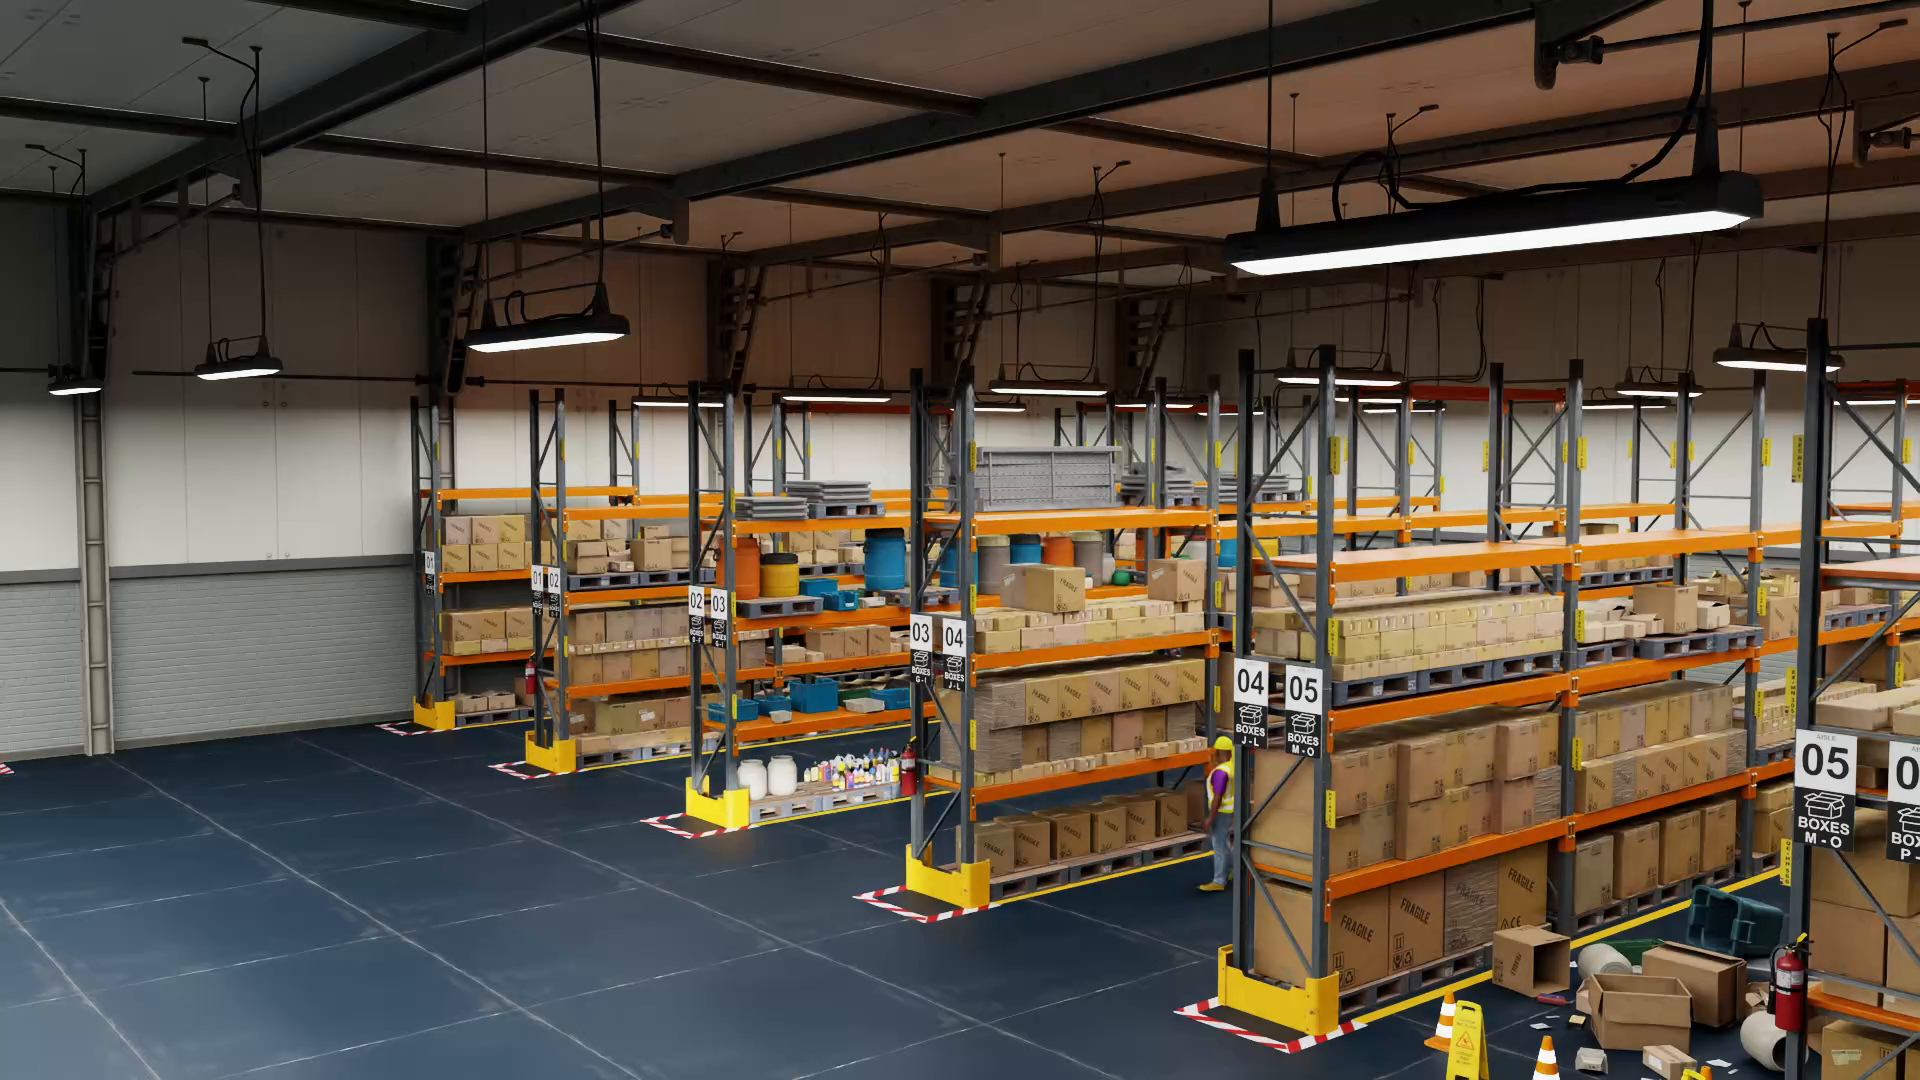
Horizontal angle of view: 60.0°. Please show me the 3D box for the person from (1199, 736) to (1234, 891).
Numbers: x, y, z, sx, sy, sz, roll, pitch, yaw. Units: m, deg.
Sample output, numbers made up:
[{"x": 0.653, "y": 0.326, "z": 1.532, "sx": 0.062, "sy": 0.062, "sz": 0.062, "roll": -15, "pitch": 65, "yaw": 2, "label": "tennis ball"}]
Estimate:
[{"x": 3.038, "y": 3.139, "z": 19.229, "sx": 0.468, "sy": 1.765, "sz": 0.663, "roll": 1, "pitch": 4, "yaw": 17, "label": "person"}]

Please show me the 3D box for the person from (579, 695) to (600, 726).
[{"x": -6.769, "y": 2.558, "z": 30.115, "sx": 0.456, "sy": 1.704, "sz": 0.519, "roll": 3, "pitch": 5, "yaw": 44, "label": "person"}]
